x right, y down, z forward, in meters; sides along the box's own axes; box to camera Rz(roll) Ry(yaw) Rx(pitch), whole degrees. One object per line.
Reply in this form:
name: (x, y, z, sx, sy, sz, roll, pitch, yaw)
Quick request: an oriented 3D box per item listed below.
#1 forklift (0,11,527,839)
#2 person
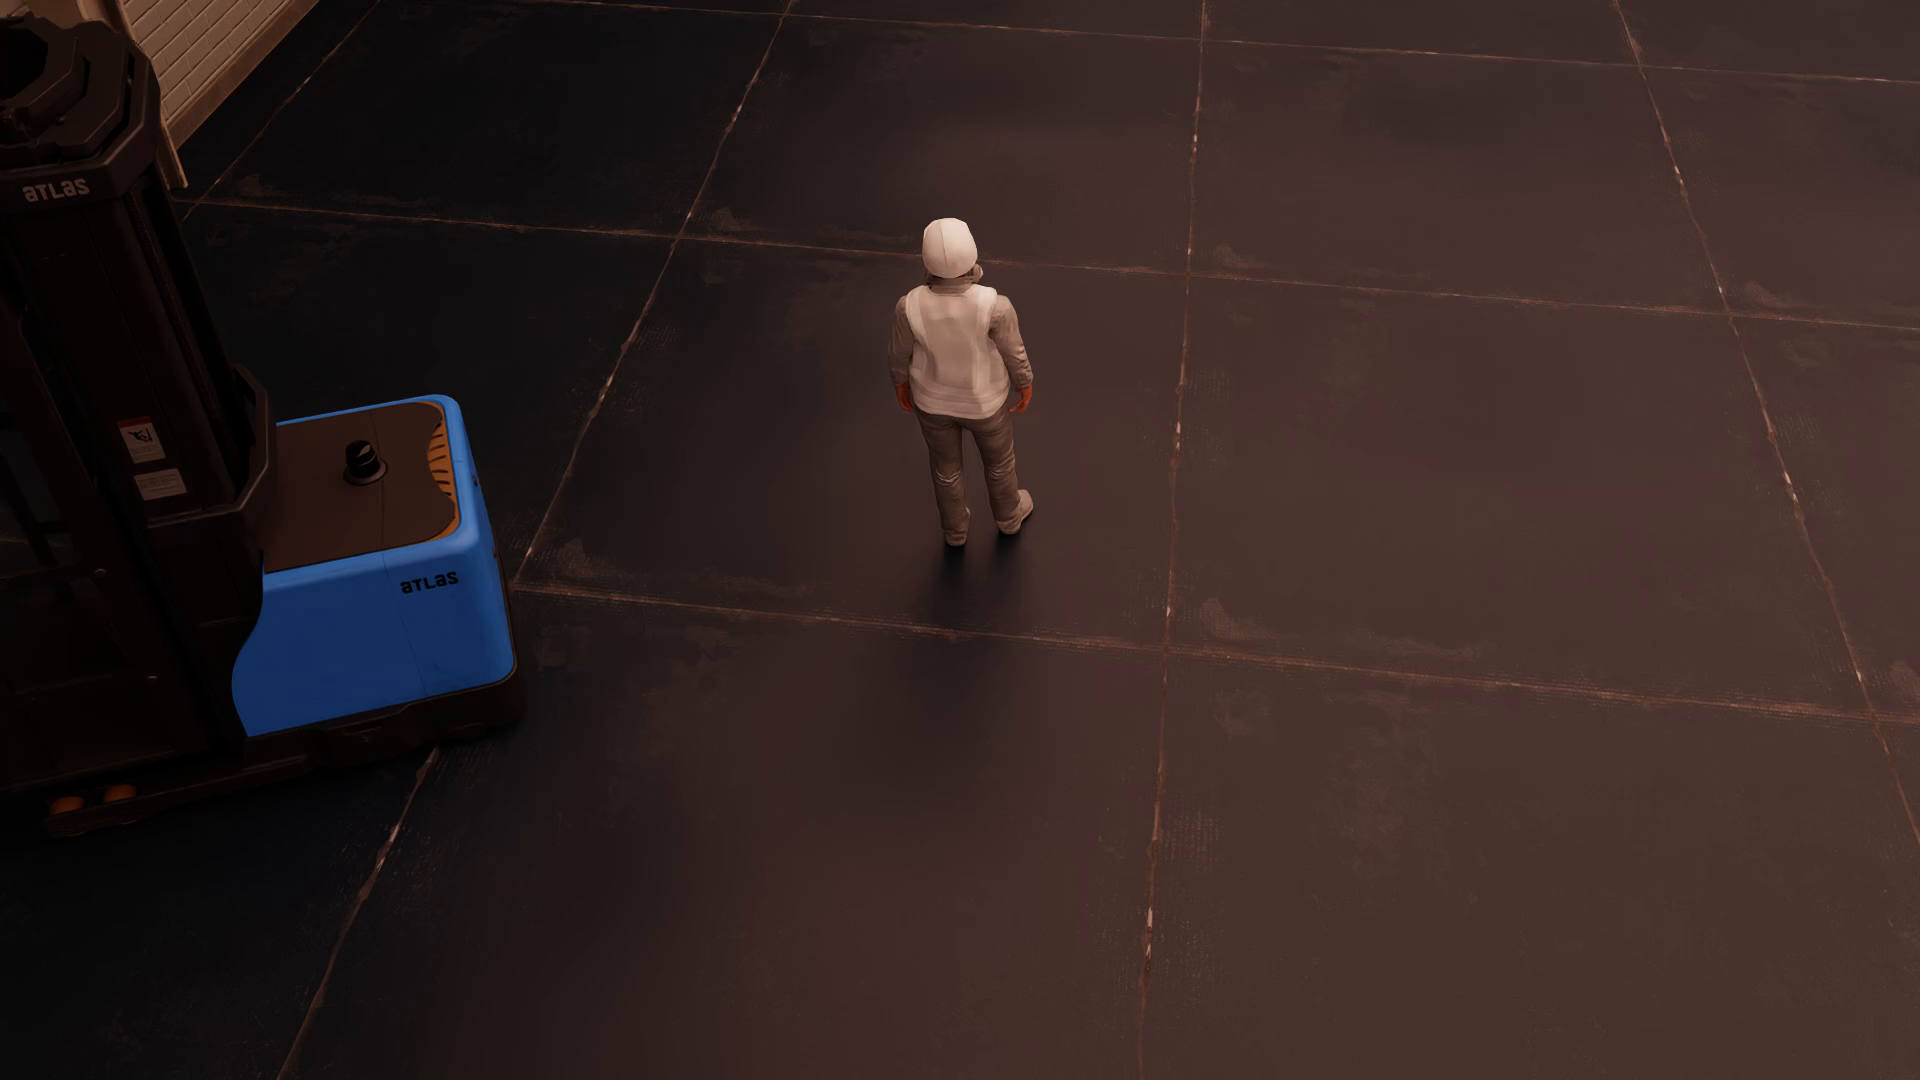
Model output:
forklift: (-3.405, -0.305, 6.056, 3.031, 2.935, 1.130, -12, 44, -13)
person: (0.016, -0.699, 7.330, 0.632, 1.773, 0.568, 5, 43, 6)
